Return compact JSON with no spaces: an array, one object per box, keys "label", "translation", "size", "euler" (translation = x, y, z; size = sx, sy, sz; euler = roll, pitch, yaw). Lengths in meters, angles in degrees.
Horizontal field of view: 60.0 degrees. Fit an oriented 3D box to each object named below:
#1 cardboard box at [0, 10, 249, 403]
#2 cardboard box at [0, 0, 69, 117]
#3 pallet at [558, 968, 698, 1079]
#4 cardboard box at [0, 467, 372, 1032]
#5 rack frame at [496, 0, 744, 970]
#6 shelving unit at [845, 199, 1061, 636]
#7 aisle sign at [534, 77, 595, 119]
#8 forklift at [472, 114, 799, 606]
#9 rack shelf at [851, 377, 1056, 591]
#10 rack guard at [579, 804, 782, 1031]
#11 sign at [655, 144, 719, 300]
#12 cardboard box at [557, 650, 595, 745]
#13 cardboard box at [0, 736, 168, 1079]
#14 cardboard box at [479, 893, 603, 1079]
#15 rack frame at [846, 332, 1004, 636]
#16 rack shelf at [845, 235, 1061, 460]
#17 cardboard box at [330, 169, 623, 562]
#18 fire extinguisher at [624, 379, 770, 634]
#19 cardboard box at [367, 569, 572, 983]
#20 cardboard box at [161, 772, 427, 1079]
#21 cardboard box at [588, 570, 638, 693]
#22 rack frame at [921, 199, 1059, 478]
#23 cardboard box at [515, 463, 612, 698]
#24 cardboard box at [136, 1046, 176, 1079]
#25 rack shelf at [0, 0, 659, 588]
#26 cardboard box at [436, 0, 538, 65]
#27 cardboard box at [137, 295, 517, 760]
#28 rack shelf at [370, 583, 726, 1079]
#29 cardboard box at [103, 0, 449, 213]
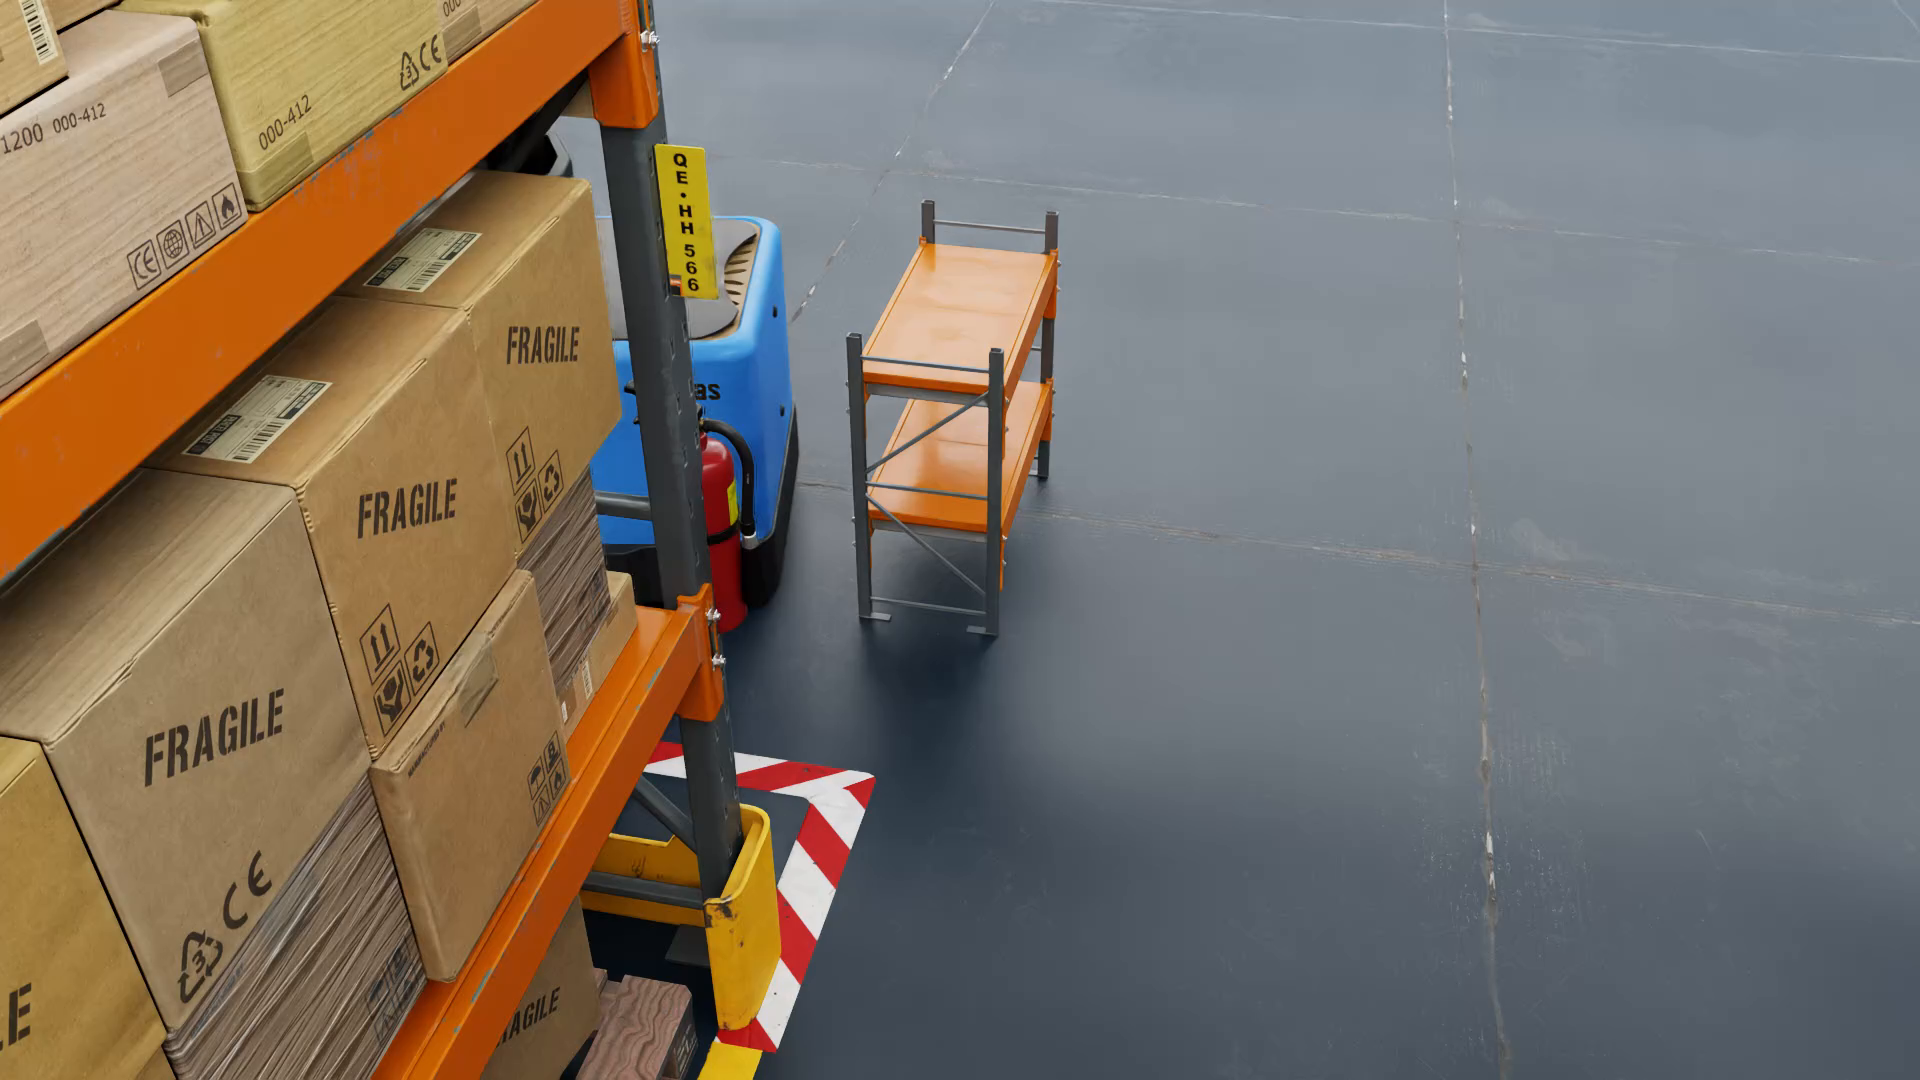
[{"label":"cardboard box","translation":[-1.156,-0.378,1.788],"size":[0.500,0.250,0.500],"euler":[8,37,11]},{"label":"cardboard box","translation":[-1.119,-0.484,1.594],"size":[0.380,0.149,0.250],"euler":[6,36,8]},{"label":"pallet","translation":[-1.304,1.522,3.970],"size":[1.003,0.211,1.213],"euler":[7,37,10]},{"label":"cardboard box","translation":[-1.166,0.242,2.169],"size":[0.500,0.500,0.500],"euler":[7,37,10]},{"label":"rack frame","translation":[-1.079,-0.112,3.849],"size":[1.000,3.000,0.127],"euler":[7,37,10]},{"label":"shelving unit","translation":[-0.001,-0.452,5.915],"size":[0.538,1.125,1.048],"euler":[7,37,10]},{"label":"aisle sign","translation":[-0.773,-1.163,3.083],"size":[0.394,0.787,0.004],"euler":[7,37,10]},{"label":"forklift","translation":[-2.155,-1.223,5.439],"size":[3.031,2.935,1.130],"euler":[0,36,0]},{"label":"rack shelf","translation":[-0.001,-0.254,6.058],"size":[0.538,0.278,1.000],"euler":[7,37,10]},{"label":"rack guard","translation":[-1.096,0.944,4.522],"size":[1.175,0.500,0.348],"euler":[7,37,10]},{"label":"sign","translation":[-0.541,-0.628,3.304],"size":[0.100,0.325,0.005],"euler":[7,37,10]},{"label":"cardboard box","translation":[-0.993,0.322,3.464],"size":[0.380,0.149,0.250],"euler":[7,37,10]},{"label":"cardboard box","translation":[-1.281,0.528,1.775],"size":[0.500,0.500,0.500],"euler":[7,37,10]},{"label":"cardboard box","translation":[-1.229,1.086,3.968],"size":[0.500,0.500,0.500],"euler":[14,38,19]},{"label":"rack frame","translation":[-0.110,-0.160,5.512],"size":[0.500,1.125,0.032],"euler":[7,37,10]},{"label":"rack shelf","translation":[-0.001,-0.689,5.743],"size":[0.538,0.278,1.000],"euler":[7,37,10]},{"label":"cardboard box","translation":[-0.955,-0.332,2.961],"size":[0.500,0.500,0.500],"euler":[7,37,10]},{"label":"fire extinguisher","translation":[-0.605,-0.089,3.882],"size":[0.296,0.674,0.183],"euler":[7,37,10]},{"label":"cardboard box","translation":[-1.213,0.340,2.885],"size":[0.875,0.500,0.500],"euler":[7,37,10]},{"label":"cardboard box","translation":[-1.362,0.622,2.497],"size":[0.875,0.500,0.500],"euler":[7,37,10]},{"label":"cardboard box","translation":[-0.939,0.179,3.661],"size":[0.380,0.149,0.250],"euler":[7,37,10]},{"label":"rack frame","translation":[0.107,-0.743,6.317],"size":[0.500,1.125,0.032],"euler":[7,37,10]},{"label":"cardboard box","translation":[-1.224,0.039,3.302],"size":[0.875,0.500,0.500],"euler":[7,37,10]},{"label":"cardboard box","translation":[-1.481,0.907,2.104],"size":[0.875,0.500,0.500],"euler":[7,37,10]},{"label":"rack shelf","translation":[-1.507,0.111,1.598],"size":[1.077,0.370,4.000],"euler":[7,37,10]},{"label":"cardboard box","translation":[-0.934,-0.958,2.587],"size":[0.500,0.250,0.500],"euler":[8,37,11]},{"label":"cardboard box","translation":[-1.057,-0.044,2.564],"size":[0.500,0.500,0.500],"euler":[7,37,10]},{"label":"rack shelf","translation":[-1.507,1.326,2.478],"size":[1.077,0.370,4.000],"euler":[7,37,10]},{"label":"cardboard box","translation":[-1.038,-0.671,2.192],"size":[0.500,0.250,0.500],"euler":[8,37,10]}]
